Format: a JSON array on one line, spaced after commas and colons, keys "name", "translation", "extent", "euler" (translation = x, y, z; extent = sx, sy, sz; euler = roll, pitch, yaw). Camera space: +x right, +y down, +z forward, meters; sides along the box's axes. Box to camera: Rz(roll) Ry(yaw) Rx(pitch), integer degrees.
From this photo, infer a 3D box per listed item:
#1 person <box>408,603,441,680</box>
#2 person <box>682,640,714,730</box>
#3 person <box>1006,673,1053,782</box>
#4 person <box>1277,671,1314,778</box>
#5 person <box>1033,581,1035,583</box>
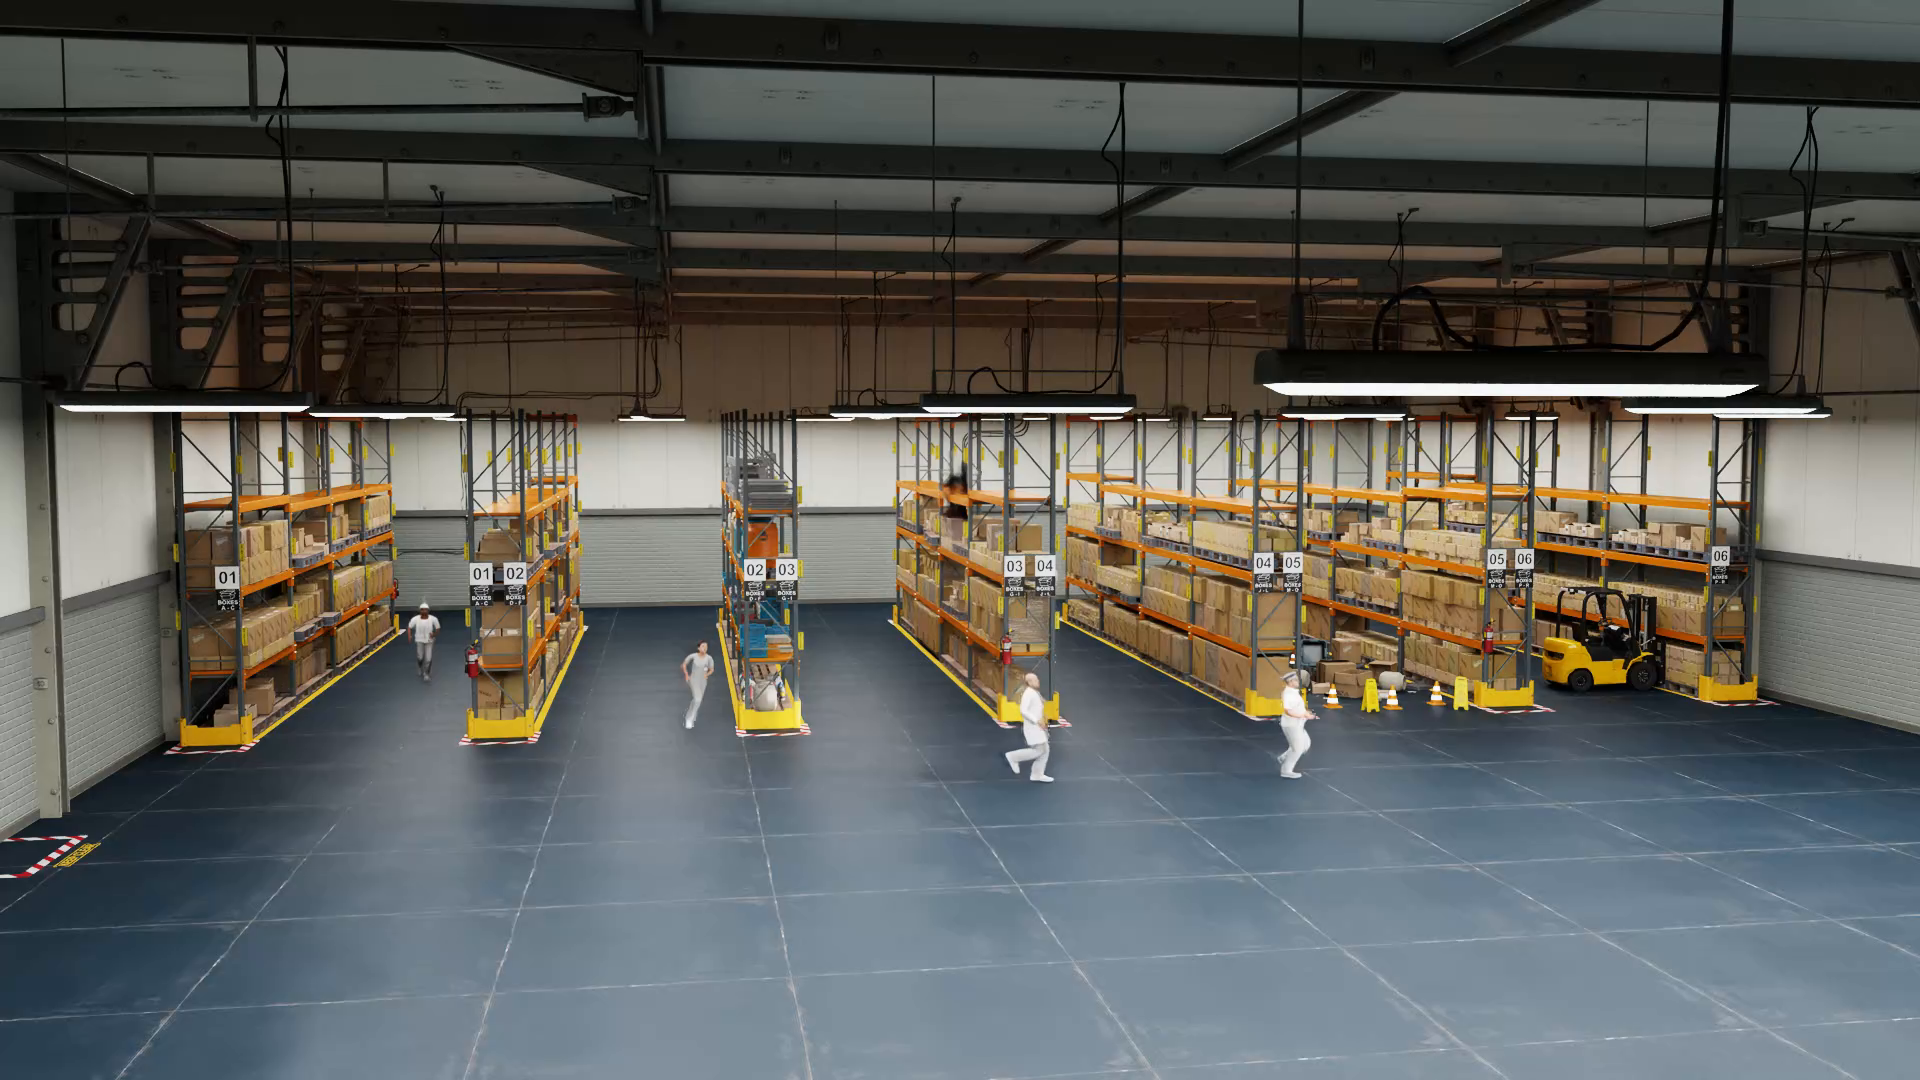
[{"name": "person", "translation": [-11.939, 2.275, 37.078], "extent": [0.706, 1.720, 0.575], "euler": [-1, 4, -18]}, {"name": "person", "translation": [-4.930, 2.718, 31.365], "extent": [0.574, 1.657, 0.636], "euler": [-2, 5, -30]}, {"name": "person", "translation": [1.127, 3.002, 26.645], "extent": [0.756, 1.743, 0.711], "euler": [1, 4, 12]}, {"name": "person", "translation": [5.432, 2.972, 26.876], "extent": [0.606, 1.736, 0.653], "euler": [1, 4, 16]}, {"name": "person", "translation": [1.896, 1.521, 48.505], "extent": [0.664, 1.638, 0.810], "euler": [2, 4, 23]}]
